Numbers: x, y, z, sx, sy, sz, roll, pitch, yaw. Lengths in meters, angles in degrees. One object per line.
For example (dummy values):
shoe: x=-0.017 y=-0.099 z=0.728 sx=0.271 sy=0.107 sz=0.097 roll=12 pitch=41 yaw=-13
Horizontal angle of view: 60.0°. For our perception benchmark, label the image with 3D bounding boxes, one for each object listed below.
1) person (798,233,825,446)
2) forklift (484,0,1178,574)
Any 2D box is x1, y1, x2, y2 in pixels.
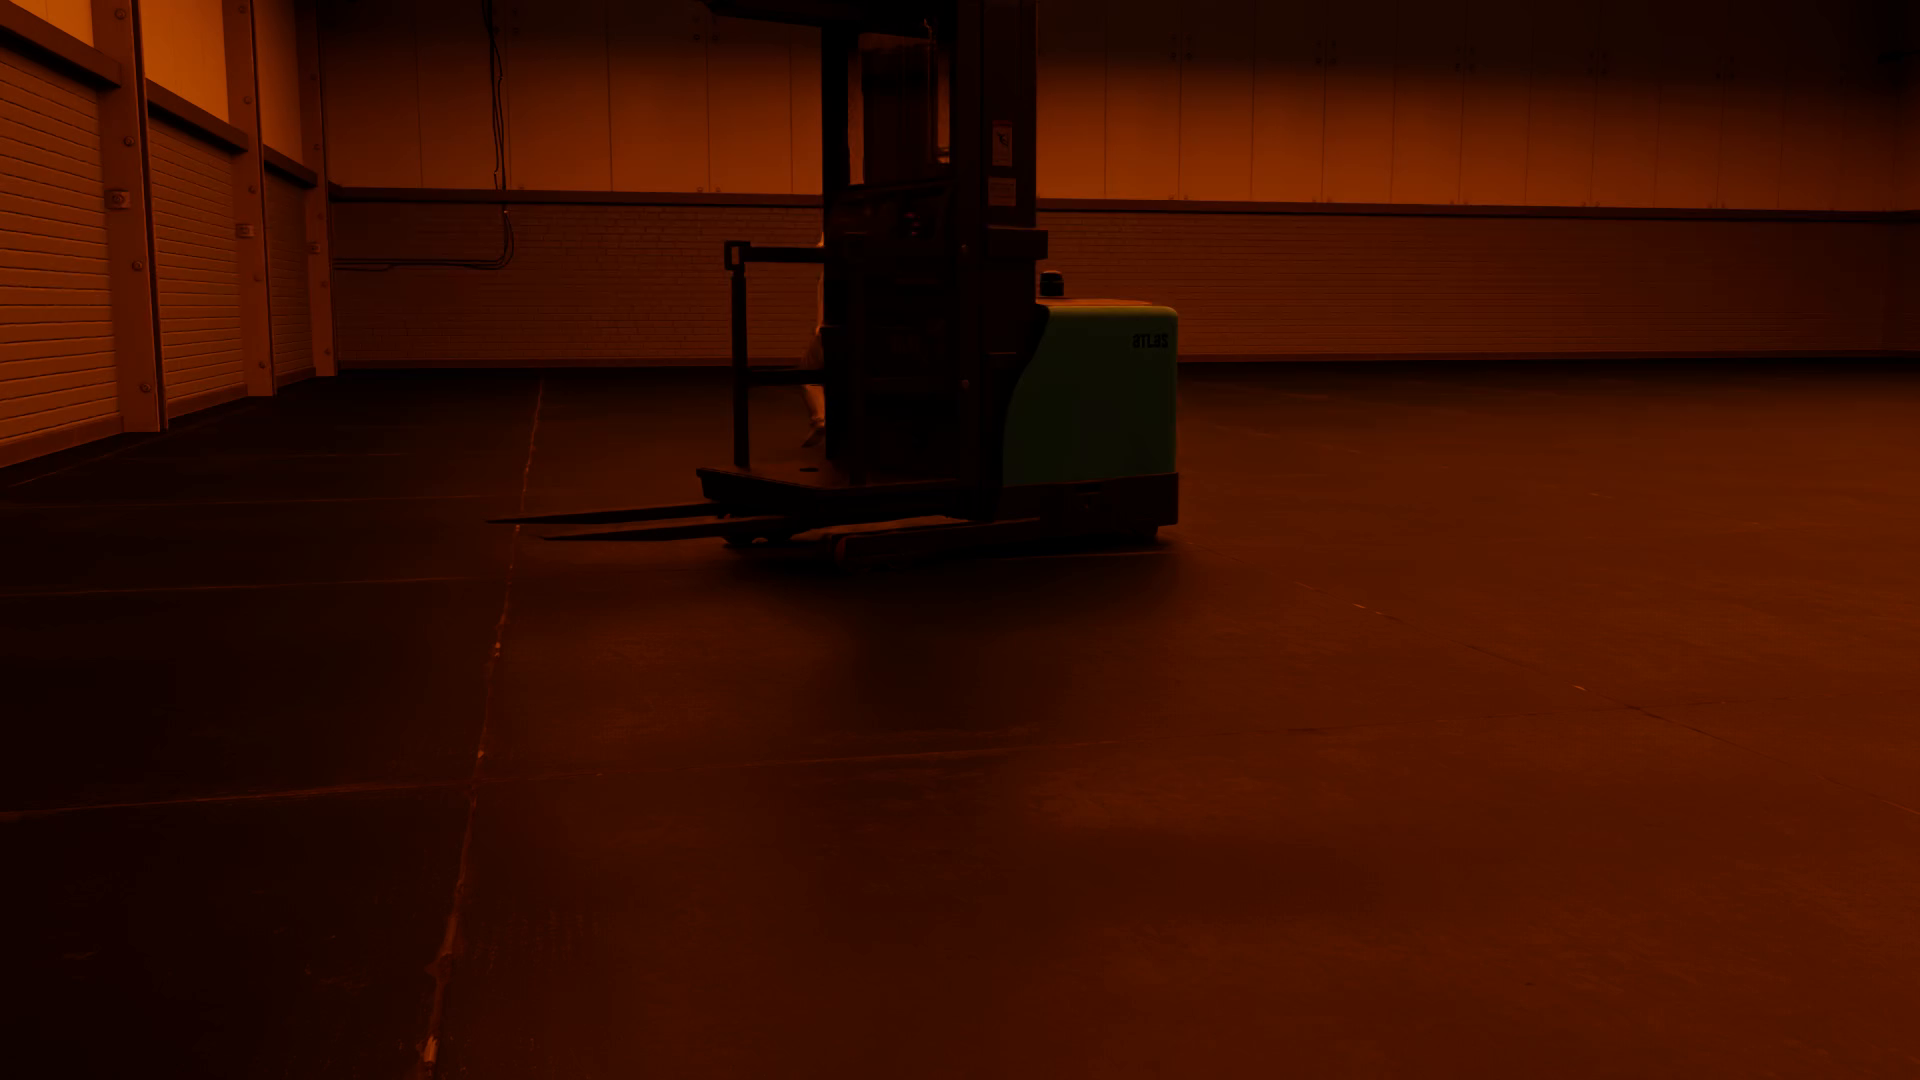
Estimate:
person: x=-0.942 y=-1.556 z=12.833 sx=0.753 sy=1.714 sz=0.753 roll=-7 pitch=11 yaw=-41
forklift: x=-0.483 y=-1.395 z=7.100 sx=3.031 sy=2.935 sz=1.130 roll=-6 pitch=10 yaw=-35
